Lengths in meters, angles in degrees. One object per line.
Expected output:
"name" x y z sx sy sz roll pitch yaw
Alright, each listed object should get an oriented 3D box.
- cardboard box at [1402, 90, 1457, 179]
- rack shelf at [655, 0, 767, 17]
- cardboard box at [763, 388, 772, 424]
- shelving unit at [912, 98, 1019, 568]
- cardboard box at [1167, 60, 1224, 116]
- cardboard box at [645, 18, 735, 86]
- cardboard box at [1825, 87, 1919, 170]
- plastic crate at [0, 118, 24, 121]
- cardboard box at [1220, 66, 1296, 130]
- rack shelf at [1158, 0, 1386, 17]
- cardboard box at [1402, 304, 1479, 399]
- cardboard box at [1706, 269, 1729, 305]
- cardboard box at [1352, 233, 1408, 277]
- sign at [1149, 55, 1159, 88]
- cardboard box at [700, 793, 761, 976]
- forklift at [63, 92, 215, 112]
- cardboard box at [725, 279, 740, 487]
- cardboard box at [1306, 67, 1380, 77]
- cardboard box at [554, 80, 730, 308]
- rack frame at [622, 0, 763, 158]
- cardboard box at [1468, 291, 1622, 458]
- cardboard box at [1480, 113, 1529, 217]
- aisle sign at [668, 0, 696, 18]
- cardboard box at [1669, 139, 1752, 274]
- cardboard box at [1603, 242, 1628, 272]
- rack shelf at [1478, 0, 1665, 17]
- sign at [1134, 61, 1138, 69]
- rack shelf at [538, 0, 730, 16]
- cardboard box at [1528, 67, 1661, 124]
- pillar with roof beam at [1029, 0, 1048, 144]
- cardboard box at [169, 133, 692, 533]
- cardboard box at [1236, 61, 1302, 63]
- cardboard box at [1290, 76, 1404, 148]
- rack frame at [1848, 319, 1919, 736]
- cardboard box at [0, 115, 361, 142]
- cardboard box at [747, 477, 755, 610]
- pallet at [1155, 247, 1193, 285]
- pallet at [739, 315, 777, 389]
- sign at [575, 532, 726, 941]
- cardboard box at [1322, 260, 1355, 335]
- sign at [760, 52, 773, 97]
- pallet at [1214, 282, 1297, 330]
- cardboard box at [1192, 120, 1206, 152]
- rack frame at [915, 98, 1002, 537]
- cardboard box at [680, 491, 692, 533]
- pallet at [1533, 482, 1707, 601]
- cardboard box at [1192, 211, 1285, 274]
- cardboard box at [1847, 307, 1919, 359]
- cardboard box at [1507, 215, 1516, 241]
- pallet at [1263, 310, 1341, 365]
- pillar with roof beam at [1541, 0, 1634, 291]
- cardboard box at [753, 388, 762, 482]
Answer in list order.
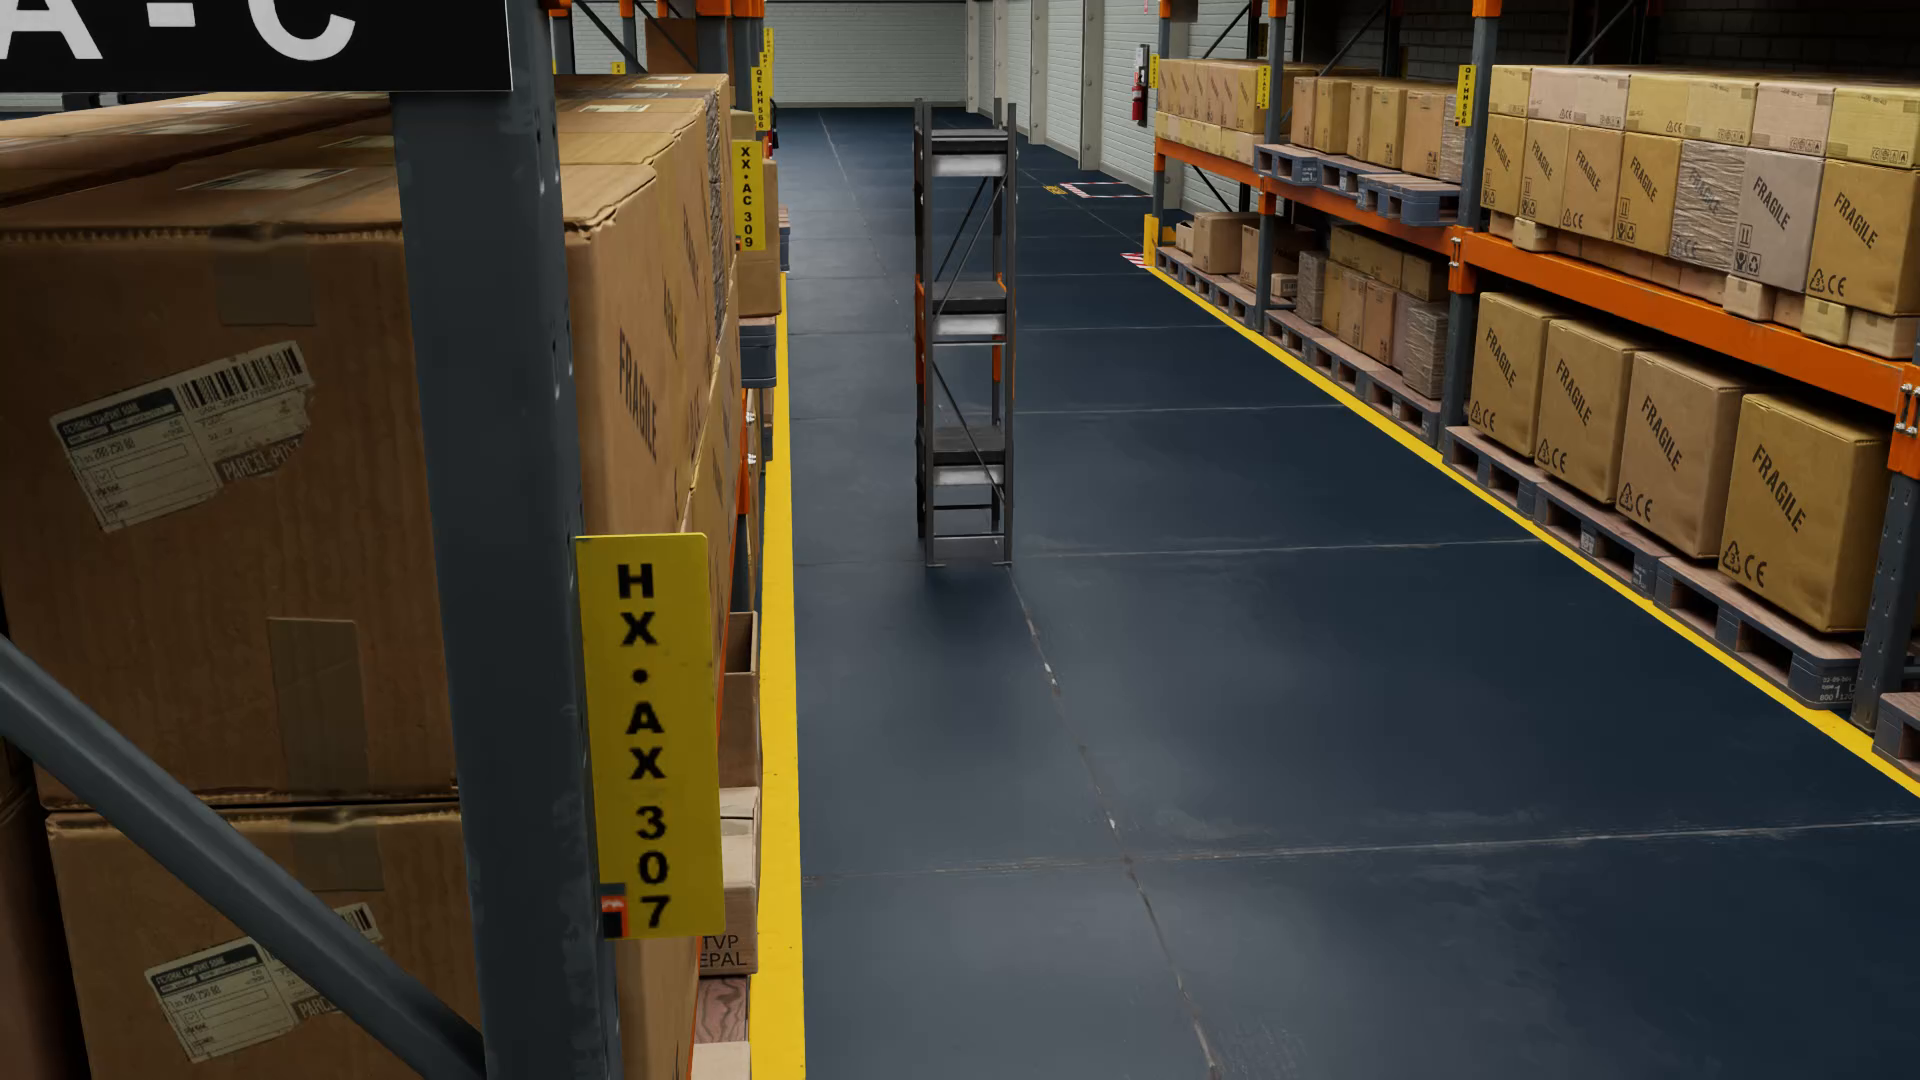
"cardboard box" 3.187 -2.519 10.291 0.700 0.500 0.500 -3 18 -11
"rack shelf" -2.216 -4.677 14.261 1.077 0.370 4.000 -2 18 -6
"cardboard box" -1.359 -0.855 9.783 0.500 0.250 0.500 -2 18 -6
"shelving unit" 0.017 -0.952 7.705 0.431 2.100 0.503 -2 18 -6
"cardboard box" 2.296 -4.336 15.946 0.500 0.500 0.500 -2 18 -5
"cardboard box" -2.062 -3.792 12.916 0.700 0.500 0.500 -2 18 -5
"cardboard box" 3.440 -1.452 5.847 0.500 0.250 0.500 -1 17 -4
"plastic crate" -6.582 -2.737 11.781 0.402 0.464 0.583 -2 18 -6
"cardboard box" 2.504 -3.723 13.994 0.500 0.500 0.500 -2 18 -6
"rack shelf" 2.711 -4.831 14.752 1.077 0.370 4.000 -2 18 -6
"cardboard box" 3.204 -1.186 10.386 0.700 0.500 0.500 -2 17 -5
"cardboard box" 3.350 -1.051 6.902 0.380 0.149 0.250 -2 18 -6
"cardboard box" 3.116 -2.018 11.784 0.500 0.250 0.500 -2 18 -7
"sign" 1.965 -4.736 16.808 0.100 0.325 0.005 -2 18 -6
"cardboard box" -0.766 0.847 4.225 0.500 0.311 0.500 -2 18 -6
"forklift" -3.712 -1.276 7.347 3.031 2.935 1.130 2 18 6
"cardboard box" -0.823 -0.363 4.159 0.500 0.500 0.500 -1 17 -4
"cardboard box" 3.077 -3.590 13.569 0.500 0.500 0.500 -2 18 -7
"cardboard box" -0.819 -0.840 4.007 0.500 0.500 0.500 -2 18 -7
"rack frame" -2.009 -2.994 12.704 1.000 3.000 0.127 -2 18 -6
"cardboard box" 3.275 -0.907 8.948 0.750 0.750 0.750 -2 18 -6
"cardboard box" 3.126 -2.002 8.851 0.500 0.500 0.500 -1 17 -4
"aisle sign" -2.733 -5.436 16.143 0.394 0.787 0.004 -2 18 -6
"cardboard box" 3.338 -1.395 6.915 0.500 0.500 0.500 -2 18 -6
"cardboard box" 3.294 -1.358 7.880 0.380 0.149 0.250 -2 17 -5
"rack shelf" 3.536 -2.448 7.160 1.077 0.370 4.000 -2 18 -6
"sign" 2.639 -7.119 24.900 0.001 0.109 0.331 -2 18 -6
"rack shelf" -0.978 -1.102 2.873 1.077 0.370 4.000 -2 18 -6
"cardboard box" 3.177 -2.210 8.258 0.500 0.250 0.500 -2 18 -6
"pillar with roof beam" -2.701 -12.250 32.172 9.100 9.000 0.400 -2 18 -6
"cardboard box" -0.617 -0.239 2.094 0.500 0.500 0.500 -2 18 -5
"cardboard box" 2.865 -4.197 15.503 0.500 0.500 0.500 -2 18 -7
"cardboard box" 2.936 -3.253 12.628 0.700 0.500 0.500 -2 18 -5
"rack frame" 3.743 -0.764 5.603 1.000 3.000 0.127 -2 18 -6
"cardboard box" -1.202 -0.372 2.518 0.500 0.500 0.500 -1 17 -4
"cardboard box" -1.058 0.062 6.409 0.500 0.500 0.500 -2 17 -5
"pallet" 2.561 -2.743 16.562 1.003 0.211 1.213 -2 18 -6
"pallet" -1.158 -0.760 5.910 1.003 0.211 1.213 -2 18 -6
"sign" -0.232 0.152 1.240 0.100 0.325 0.005 -2 18 -6
"cardboard box" 3.113 -1.794 12.322 0.700 0.500 0.500 -2 18 -7
"sign" -1.471 -3.528 12.605 0.100 0.325 0.005 -2 18 -6
"pallet" 2.813 -2.016 14.247 1.003 0.211 1.213 -2 18 -6
"cardboard box" 2.404 -3.665 15.061 0.500 0.250 0.500 -2 18 -5
"rack frame" -0.008 -1.025 7.937 0.400 2.100 0.015 -2 18 -6
"cardboard box" -0.614 0.240 2.238 0.500 0.500 0.500 -2 18 -6
"pallet" 3.459 -0.026 7.906 1.003 0.211 1.213 -2 18 -6
"cardboard box" 2.571 -2.758 15.392 0.700 0.500 0.500 -3 18 -9
"cardboard box" 3.426 -0.746 5.931 0.380 0.149 0.250 -2 18 -5
"cardboard box" 3.151 -1.665 8.859 0.380 0.149 0.250 -2 17 -5
"pallet" 2.999 -1.585 12.874 1.003 0.211 1.213 -2 18 -6
"pillar with roof beam" -0.226 -5.099 9.396 9.100 9.000 0.400 -2 18 -6
"cardboard box" -1.267 -0.548 8.352 0.500 0.500 0.500 -1 17 -3
